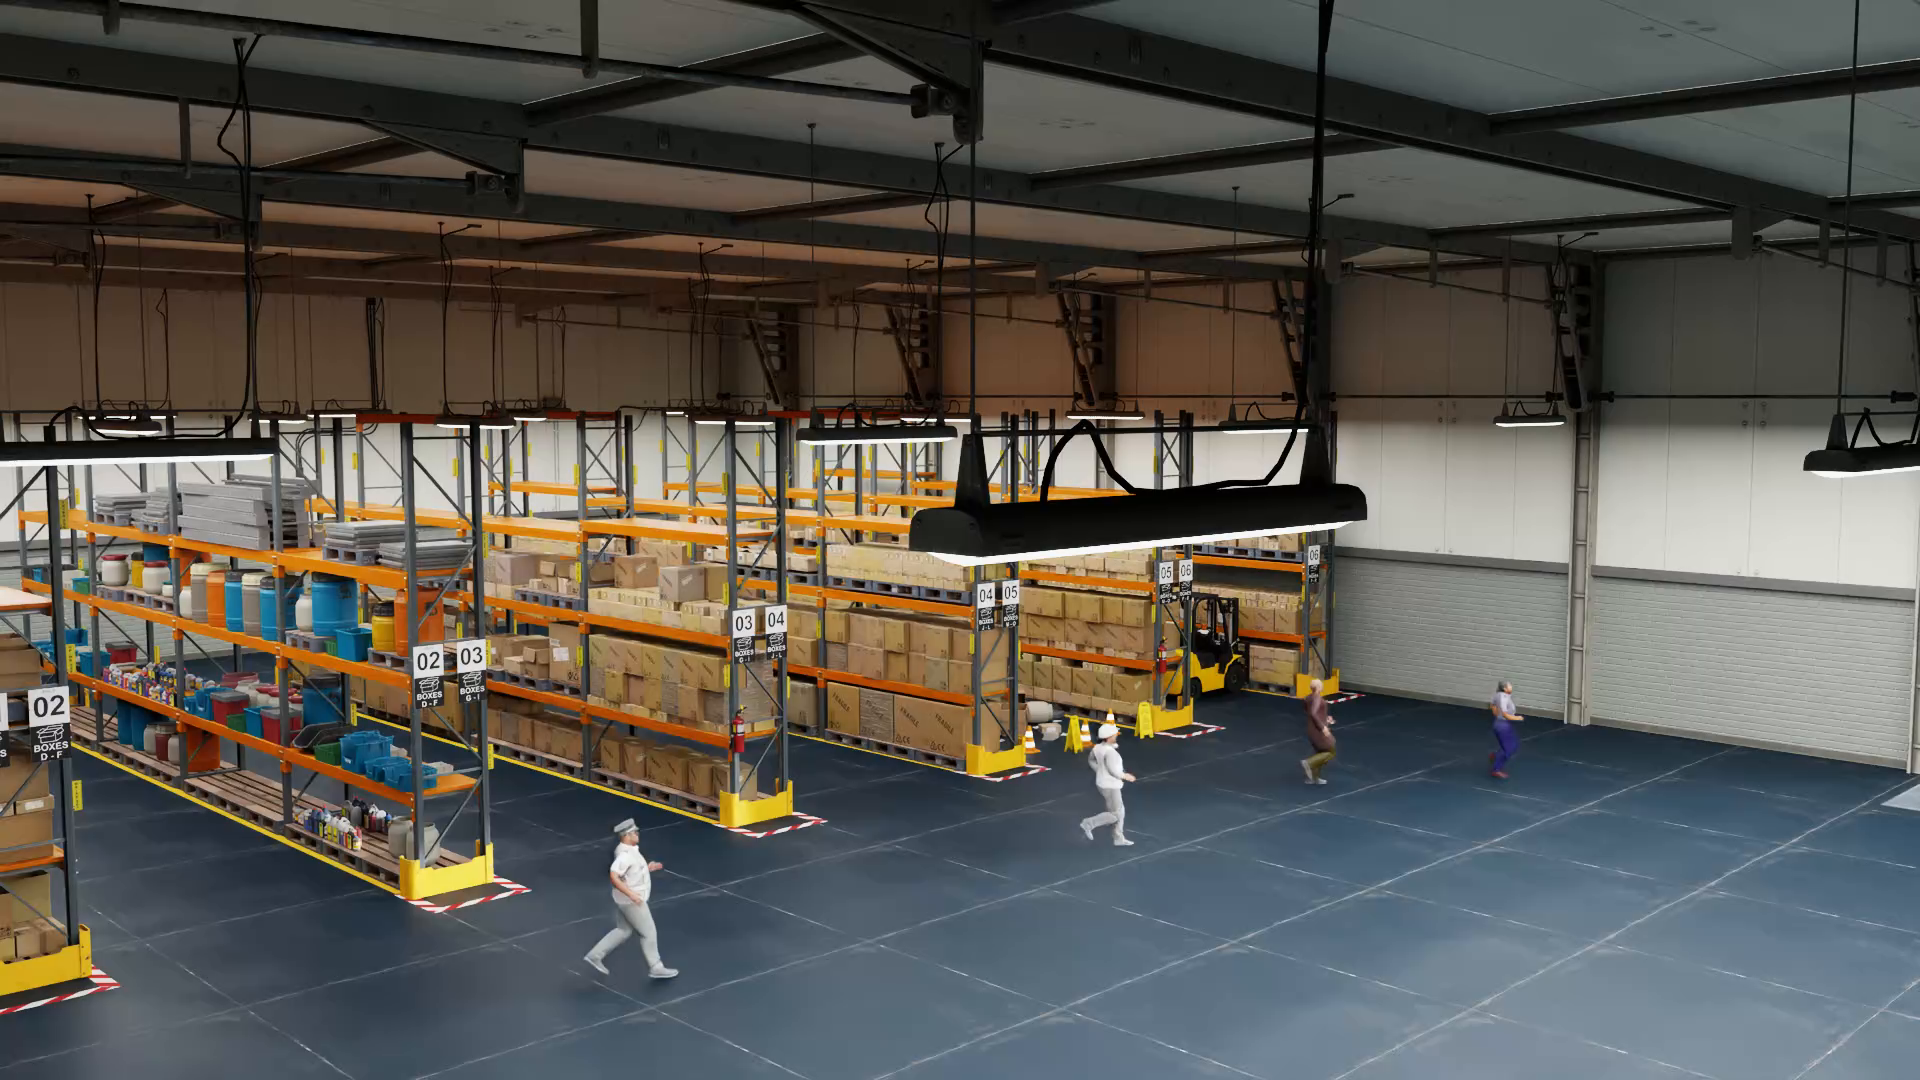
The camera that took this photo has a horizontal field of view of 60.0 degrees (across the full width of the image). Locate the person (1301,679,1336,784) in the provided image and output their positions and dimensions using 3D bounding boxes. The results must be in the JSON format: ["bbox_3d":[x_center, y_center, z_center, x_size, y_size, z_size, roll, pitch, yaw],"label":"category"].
[{"bbox_3d":[5.829,3.121,27.041,0.633,1.733,0.707,-1,5,-7],"label":"person"}]

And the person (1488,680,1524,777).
[{"bbox_3d":[9.083,3.138,27.633,0.527,1.596,0.657,1,5,11],"label":"person"}]

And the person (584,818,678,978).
[{"bbox_3d":[-3.551,3.868,17.930,0.980,1.762,0.667,-2,5,-21],"label":"person"}]

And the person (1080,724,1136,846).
[{"bbox_3d":[2.050,3.444,23.271,0.831,1.758,0.670,-1,5,-15],"label":"person"}]
